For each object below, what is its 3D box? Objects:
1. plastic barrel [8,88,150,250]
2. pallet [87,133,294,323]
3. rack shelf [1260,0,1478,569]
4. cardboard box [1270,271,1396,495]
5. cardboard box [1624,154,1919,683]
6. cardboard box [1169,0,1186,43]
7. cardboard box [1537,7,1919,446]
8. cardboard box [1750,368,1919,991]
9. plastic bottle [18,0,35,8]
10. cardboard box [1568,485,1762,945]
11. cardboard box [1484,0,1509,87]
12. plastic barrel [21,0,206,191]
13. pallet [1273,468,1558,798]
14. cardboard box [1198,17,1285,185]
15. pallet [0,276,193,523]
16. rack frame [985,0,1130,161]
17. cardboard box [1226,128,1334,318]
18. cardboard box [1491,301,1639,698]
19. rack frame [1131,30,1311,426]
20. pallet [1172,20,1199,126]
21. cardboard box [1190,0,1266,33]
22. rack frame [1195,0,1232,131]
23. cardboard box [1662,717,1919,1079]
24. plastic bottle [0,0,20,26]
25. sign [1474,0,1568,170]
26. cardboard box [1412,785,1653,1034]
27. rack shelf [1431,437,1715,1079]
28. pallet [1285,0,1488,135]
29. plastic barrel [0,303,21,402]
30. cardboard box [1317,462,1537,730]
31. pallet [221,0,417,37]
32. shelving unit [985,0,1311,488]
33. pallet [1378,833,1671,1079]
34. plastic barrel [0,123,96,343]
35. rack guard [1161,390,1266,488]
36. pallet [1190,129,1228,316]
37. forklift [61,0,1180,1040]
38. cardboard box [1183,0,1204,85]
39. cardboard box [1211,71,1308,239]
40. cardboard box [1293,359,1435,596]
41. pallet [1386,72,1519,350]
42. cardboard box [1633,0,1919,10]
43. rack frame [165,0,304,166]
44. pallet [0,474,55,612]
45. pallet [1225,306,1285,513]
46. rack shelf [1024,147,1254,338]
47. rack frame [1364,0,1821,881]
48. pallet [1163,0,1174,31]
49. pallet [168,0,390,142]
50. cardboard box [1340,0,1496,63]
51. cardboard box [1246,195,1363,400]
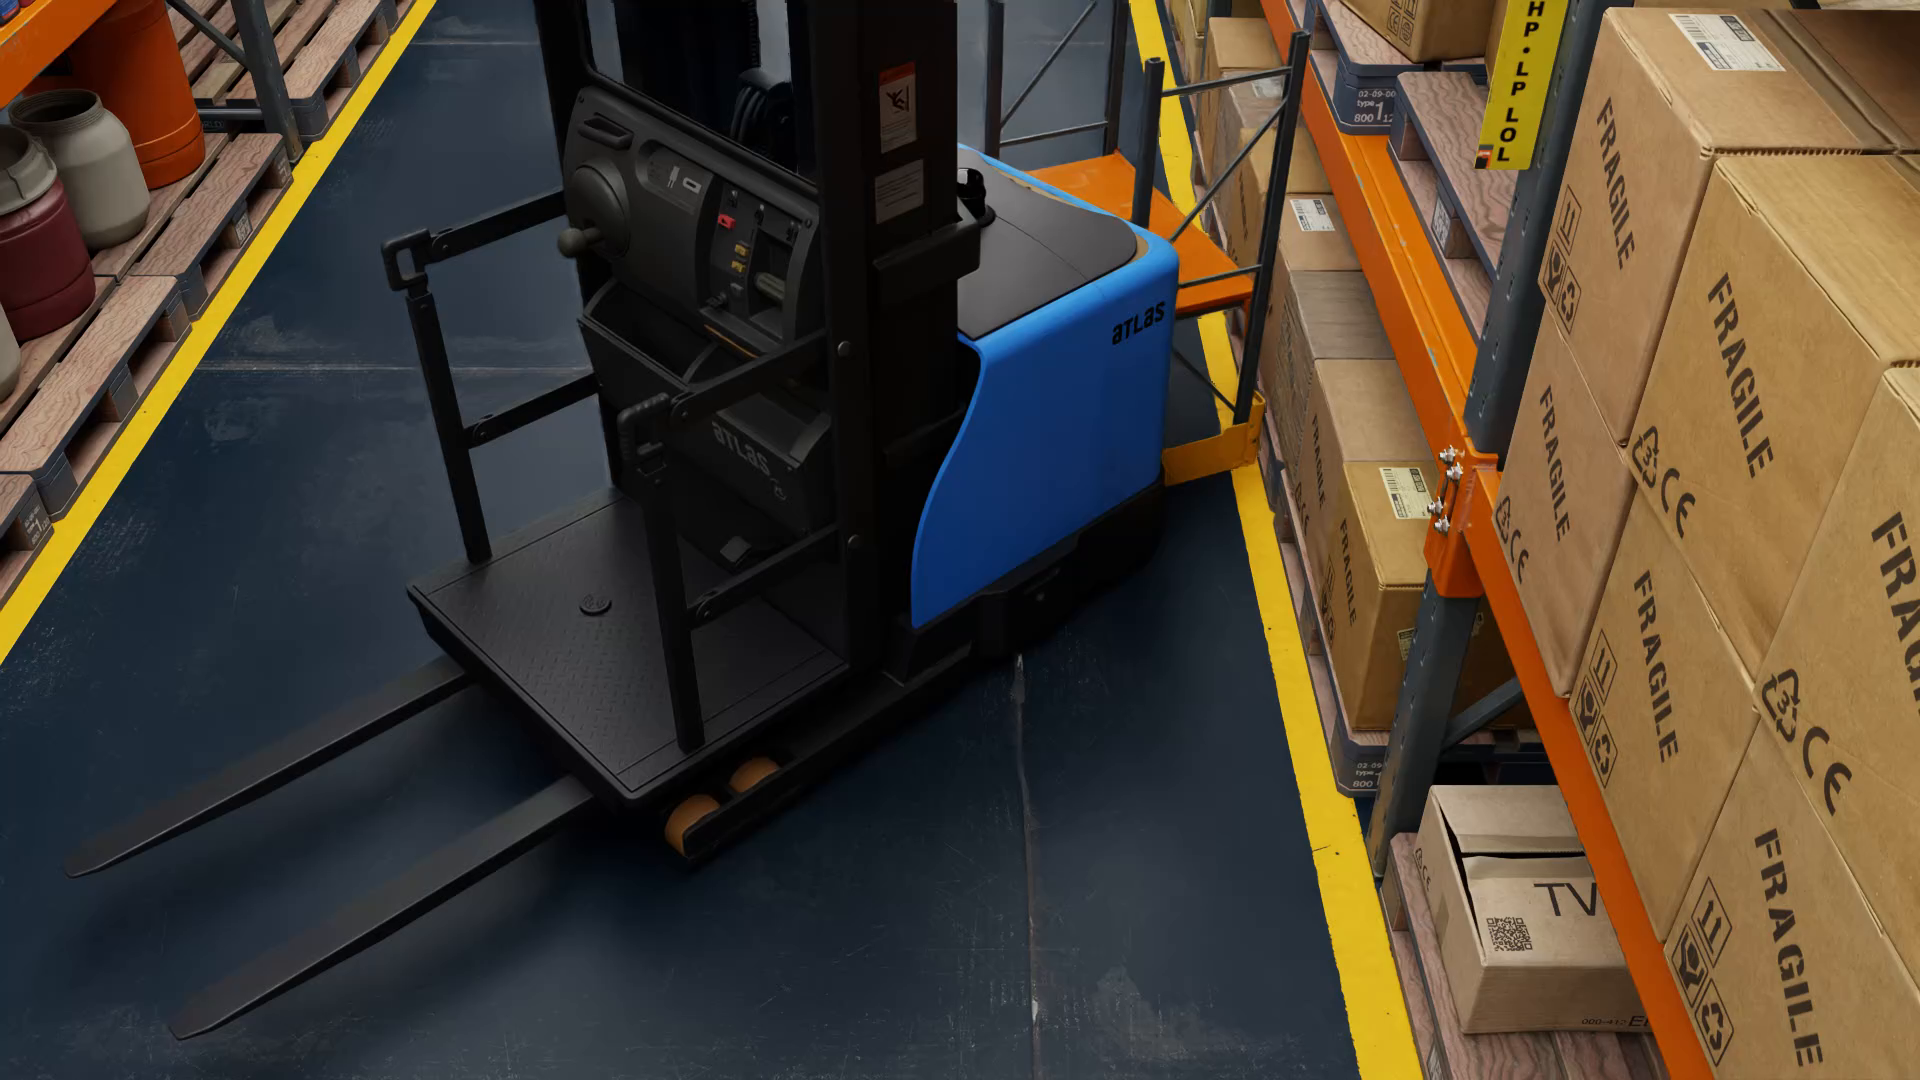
[{"bbox_3d":[-3.310,-1.388,6.237,0.421,0.512,0.421,0,39,0],"label":"plastic barrel"},{"bbox_3d":[-3.375,-1.273,6.669,1.003,0.211,1.213,0,39,0],"label":"pallet"},{"bbox_3d":[1.538,-1.324,5.078,1.077,0.370,4.000,0,39,0],"label":"rack shelf"},{"bbox_3d":[1.261,-0.481,5.099,0.500,0.500,0.500,0,39,1],"label":"cardboard box"},{"bbox_3d":[1.261,-0.165,2.178,0.500,0.500,0.500,-1,39,-1],"label":"cardboard box"},{"bbox_3d":[1.287,-2.597,7.955,0.500,0.250,0.500,0,39,-1],"label":"cardboard box"},{"bbox_3d":[1.260,-0.488,2.581,0.500,0.500,0.500,1,39,1],"label":"cardboard box"},{"bbox_3d":[1.261,0.156,1.777,0.500,0.500,0.500,-1,39,-1],"label":"cardboard box"},{"bbox_3d":[-2.989,-1.841,5.242,0.061,0.283,0.133,0,39,0],"label":"plastic bottle"},{"bbox_3d":[1.273,0.246,2.464,0.500,0.500,0.500,1,39,1],"label":"cardboard box"},{"bbox_3d":[1.700,-1.283,4.037,0.700,0.500,0.500,6,39,7],"label":"cardboard box"},{"bbox_3d":[-3.400,-1.865,6.578,0.600,0.830,0.708,0,39,0],"label":"plastic barrel"},{"bbox_3d":[1.502,0.226,4.799,1.003,0.211,1.213,0,39,0],"label":"pallet"},{"bbox_3d":[1.251,-1.767,6.703,0.500,0.500,0.500,2,39,2],"label":"cardboard box"},{"bbox_3d":[-3.376,-0.512,5.720,1.003,0.211,1.213,0,39,0],"label":"pallet"},{"bbox_3d":[0.319,-1.392,5.719,0.500,1.500,0.032,-15,43,-18],"label":"rack frame"},{"bbox_3d":[1.253,-1.125,5.903,0.500,0.500,0.500,-1,39,-1],"label":"cardboard box"},{"bbox_3d":[1.269,-0.074,2.863,0.500,0.500,0.500,1,39,1],"label":"cardboard box"},{"bbox_3d":[0.723,-0.777,5.018,0.500,1.500,0.032,-15,43,-18],"label":"rack frame"},{"bbox_3d":[1.574,-2.282,7.929,1.003,0.211,1.213,0,39,0],"label":"pallet"},{"bbox_3d":[1.289,-2.492,7.376,0.500,0.311,0.500,1,39,1],"label":"cardboard box"},{"bbox_3d":[1.536,-2.855,6.414,1.000,3.000,0.127,0,39,0],"label":"rack frame"},{"bbox_3d":[1.271,0.559,2.074,0.500,0.500,0.500,0,39,0],"label":"cardboard box"},{"bbox_3d":[-3.030,-1.768,5.097,0.144,0.351,0.185,0,39,0],"label":"plastic bottle"},{"bbox_3d":[0.986,-0.803,2.927,0.100,0.325,0.005,0,39,0],"label":"sign"},{"bbox_3d":[1.325,0.786,3.668,0.500,0.311,0.500,0,39,0],"label":"cardboard box"},{"bbox_3d":[1.543,1.178,1.957,1.077,0.370,4.000,0,39,0],"label":"rack shelf"},{"bbox_3d":[1.543,-1.564,4.957,1.003,0.211,1.213,0,39,0],"label":"pallet"},{"bbox_3d":[-3.308,-0.682,5.356,0.421,0.512,0.421,0,39,0],"label":"plastic barrel"},{"bbox_3d":[1.254,0.142,4.322,0.500,0.500,0.500,0,39,0],"label":"cardboard box"},{"bbox_3d":[-3.378,-3.011,8.839,1.003,0.211,1.213,0,39,0],"label":"pallet"},{"bbox_3d":[0.525,-1.079,5.362,0.587,1.500,1.083,-15,43,-18],"label":"shelving unit"},{"bbox_3d":[1.541,1.164,3.629,1.003,0.211,1.213,0,39,0],"label":"pallet"},{"bbox_3d":[-3.398,-1.065,5.772,0.600,0.588,0.708,0,39,0],"label":"plastic barrel"},{"bbox_3d":[0.714,-0.305,5.427,0.587,0.250,0.087,-15,43,-18],"label":"rack guard"},{"bbox_3d":[1.499,-1.300,6.703,1.003,0.211,1.213,0,39,0],"label":"pallet"},{"bbox_3d":[-0.799,-0.700,3.779,3.031,2.935,1.130,-30,48,-32],"label":"forklift"},{"bbox_3d":[1.292,-2.275,7.553,0.500,0.250,0.500,1,39,1],"label":"cardboard box"},{"bbox_3d":[1.257,-1.439,6.294,0.500,0.500,0.500,-1,39,-2],"label":"cardboard box"},{"bbox_3d":[1.261,-0.167,4.707,0.500,0.500,0.500,0,39,0],"label":"cardboard box"},{"bbox_3d":[1.649,-0.779,3.976,1.003,0.211,1.213,0,39,0],"label":"pallet"},{"bbox_3d":[1.764,-0.853,3.500,0.700,0.500,0.500,-13,40,-15],"label":"cardboard box"},{"bbox_3d":[-3.417,-2.854,6.413,1.000,3.000,0.127,0,39,0],"label":"rack frame"},{"bbox_3d":[-3.372,0.253,4.765,1.003,0.211,1.213,0,39,0],"label":"pallet"},{"bbox_3d":[1.498,-0.539,5.754,1.003,0.211,1.213,0,39,0],"label":"pallet"},{"bbox_3d":[0.519,-0.948,5.486,0.538,0.185,1.000,-15,43,-18],"label":"rack shelf"},{"bbox_3d":[1.541,-0.354,3.293,1.000,3.000,0.127,0,39,0],"label":"rack frame"},{"bbox_3d":[1.576,-3.043,8.878,1.003,0.211,1.213,0,39,0],"label":"pallet"},{"bbox_3d":[-3.379,-2.250,7.889,1.003,0.211,1.213,0,39,0],"label":"pallet"},{"bbox_3d":[1.477,-1.661,4.509,0.700,0.500,0.500,-9,40,-11],"label":"cardboard box"},{"bbox_3d":[1.258,-0.799,5.496,0.500,0.500,0.500,-1,39,-2],"label":"cardboard box"}]
